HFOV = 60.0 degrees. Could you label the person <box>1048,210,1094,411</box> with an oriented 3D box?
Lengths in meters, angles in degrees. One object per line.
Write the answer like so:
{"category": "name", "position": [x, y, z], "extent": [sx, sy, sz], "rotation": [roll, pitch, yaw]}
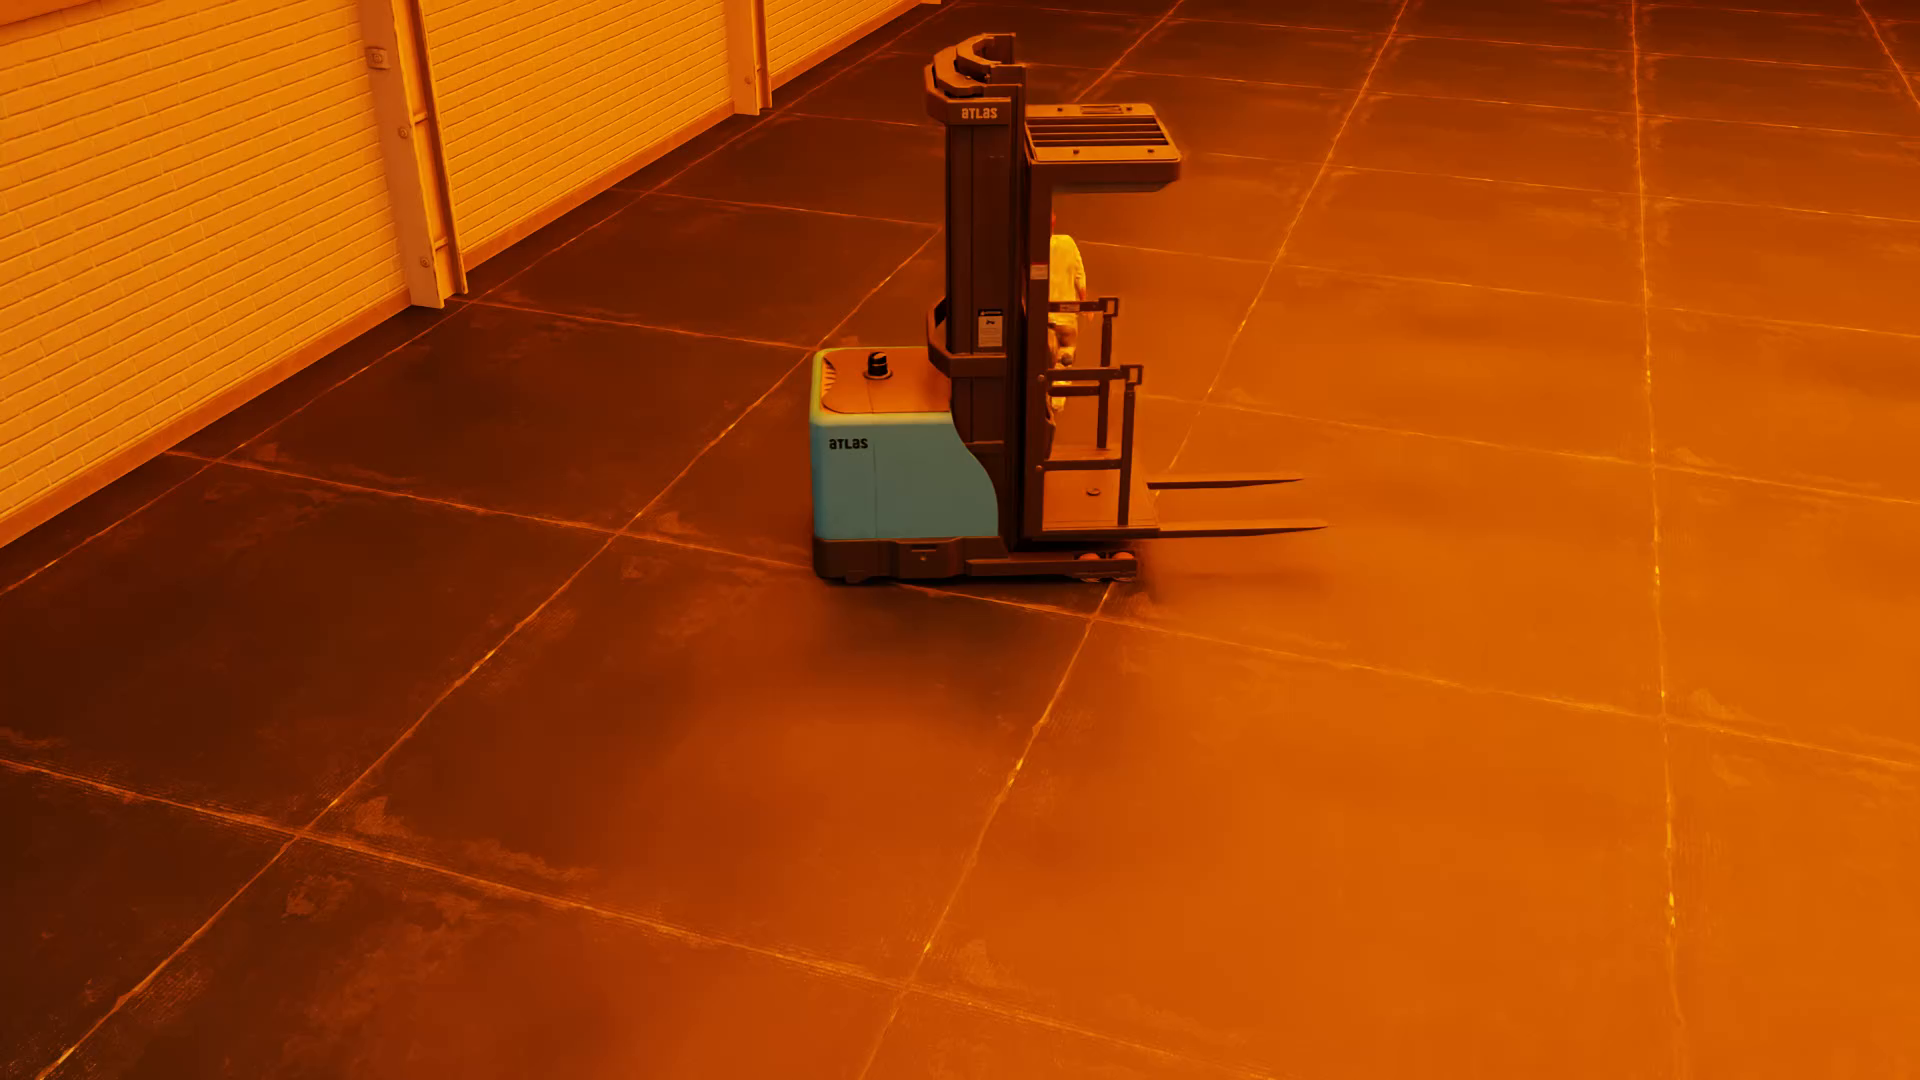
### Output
{"category": "person", "position": [0.629, -1.574, 11.485], "extent": [0.692, 1.395, 0.587], "rotation": [-4, 30, -8]}

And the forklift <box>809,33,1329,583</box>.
{"category": "forklift", "position": [0.643, -1.289, 9.398], "extent": [3.031, 2.935, 1.130], "rotation": [-1, 30, -2]}
